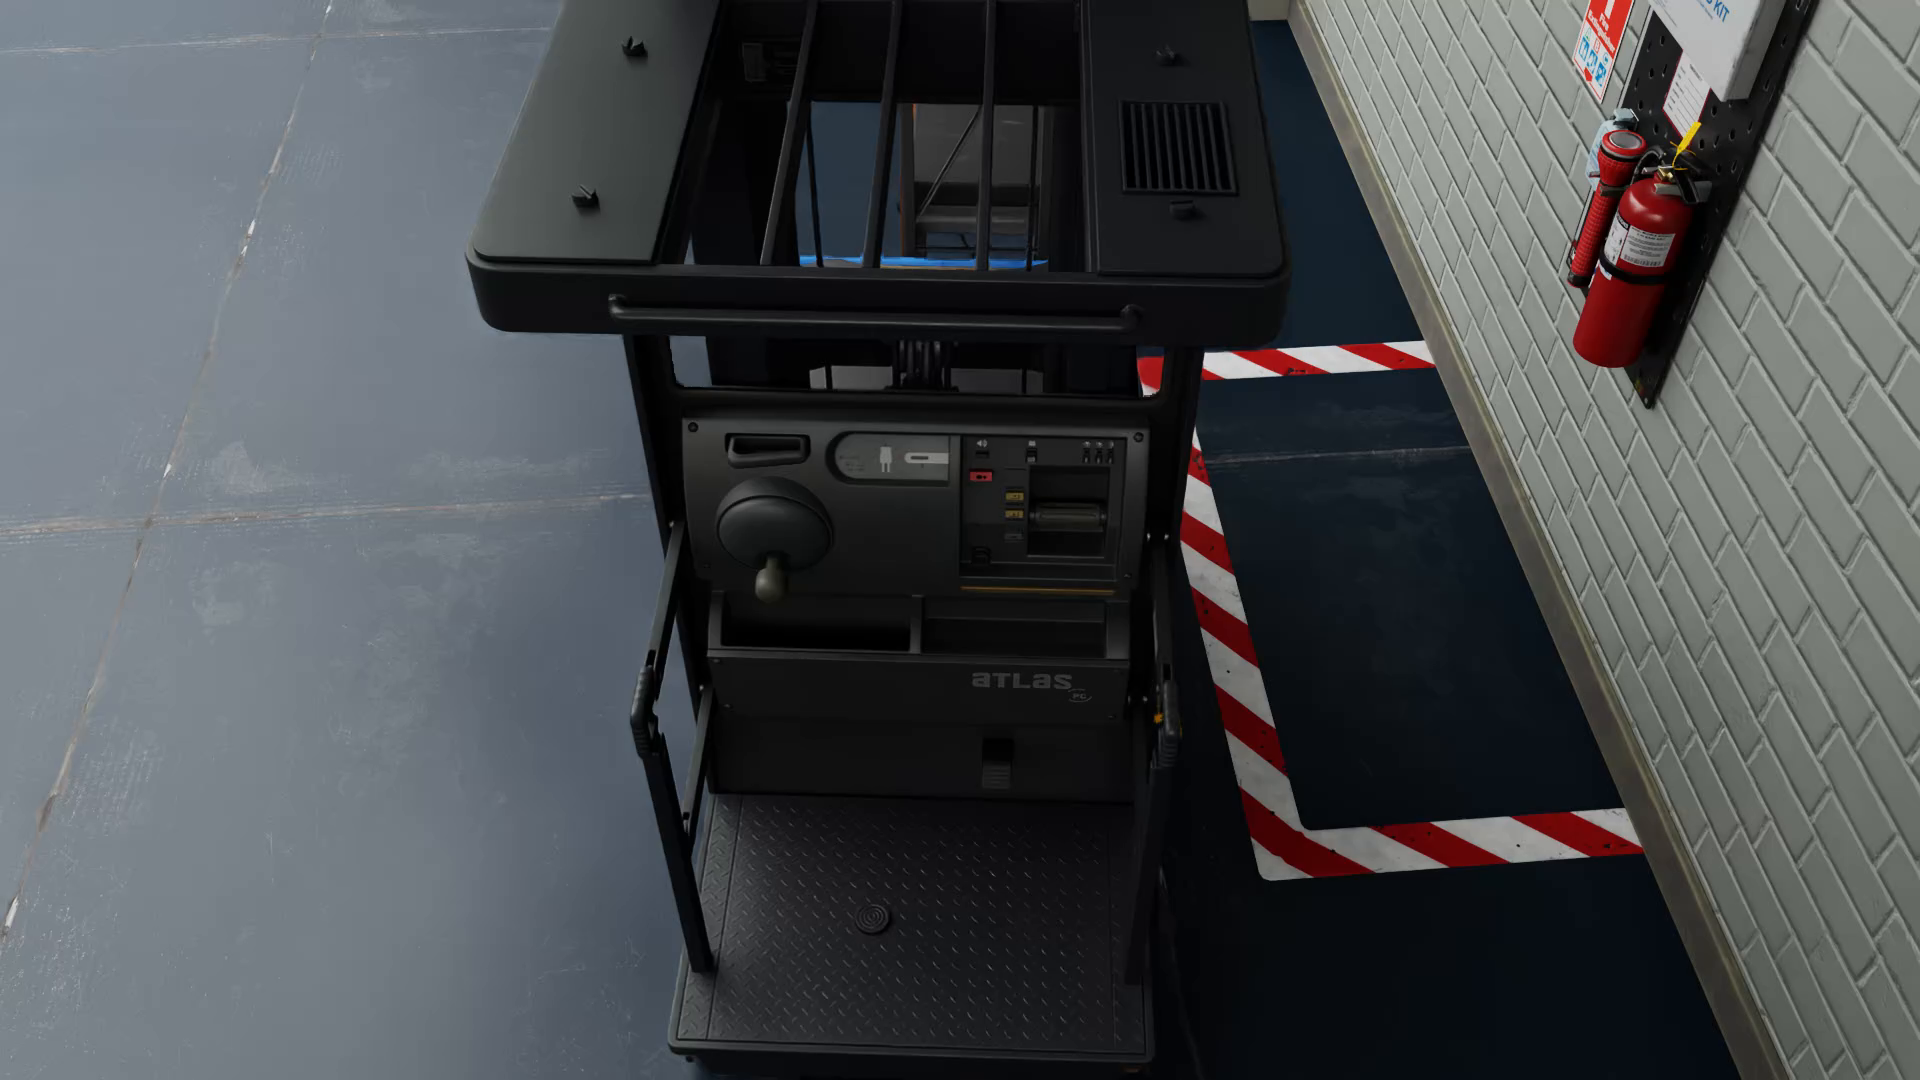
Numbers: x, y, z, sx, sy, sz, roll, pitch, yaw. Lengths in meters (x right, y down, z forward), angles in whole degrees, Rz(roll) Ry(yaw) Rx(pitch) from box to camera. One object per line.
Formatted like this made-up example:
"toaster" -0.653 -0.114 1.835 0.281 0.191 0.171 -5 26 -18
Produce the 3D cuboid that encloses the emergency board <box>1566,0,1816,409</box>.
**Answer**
"emergency board" 1.667 -0.956 4.089 0.194 1.169 0.643 -3 47 -3

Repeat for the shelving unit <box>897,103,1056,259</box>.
"shelving unit" 0.054 -0.972 4.725 0.431 2.100 0.503 1 47 1

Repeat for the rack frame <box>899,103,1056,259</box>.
"rack frame" 0.046 -0.795 4.557 0.400 2.100 0.015 1 47 1

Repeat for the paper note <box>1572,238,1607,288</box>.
"paper note" 1.721 -0.785 4.534 0.016 0.148 0.142 -3 47 -3

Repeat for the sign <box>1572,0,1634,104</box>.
"sign" 1.724 -1.374 4.461 0.001 0.329 0.234 -3 47 -3

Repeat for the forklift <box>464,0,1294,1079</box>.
"forklift" -0.095 0.031 3.202 1.130 2.935 3.031 1 47 1

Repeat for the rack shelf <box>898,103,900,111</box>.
"rack shelf" 0.054 -1.444 4.226 0.431 0.518 0.480 1 47 1

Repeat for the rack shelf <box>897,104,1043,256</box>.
"rack shelf" 0.054 -0.963 4.735 0.431 0.518 0.480 1 47 1

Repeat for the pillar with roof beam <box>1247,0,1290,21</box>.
"pillar with roof beam" -2.956 -5.308 4.079 9.100 9.000 0.400 -3 47 -3

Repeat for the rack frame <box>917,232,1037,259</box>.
"rack frame" 0.063 -1.149 4.892 0.400 2.100 0.015 1 47 1
